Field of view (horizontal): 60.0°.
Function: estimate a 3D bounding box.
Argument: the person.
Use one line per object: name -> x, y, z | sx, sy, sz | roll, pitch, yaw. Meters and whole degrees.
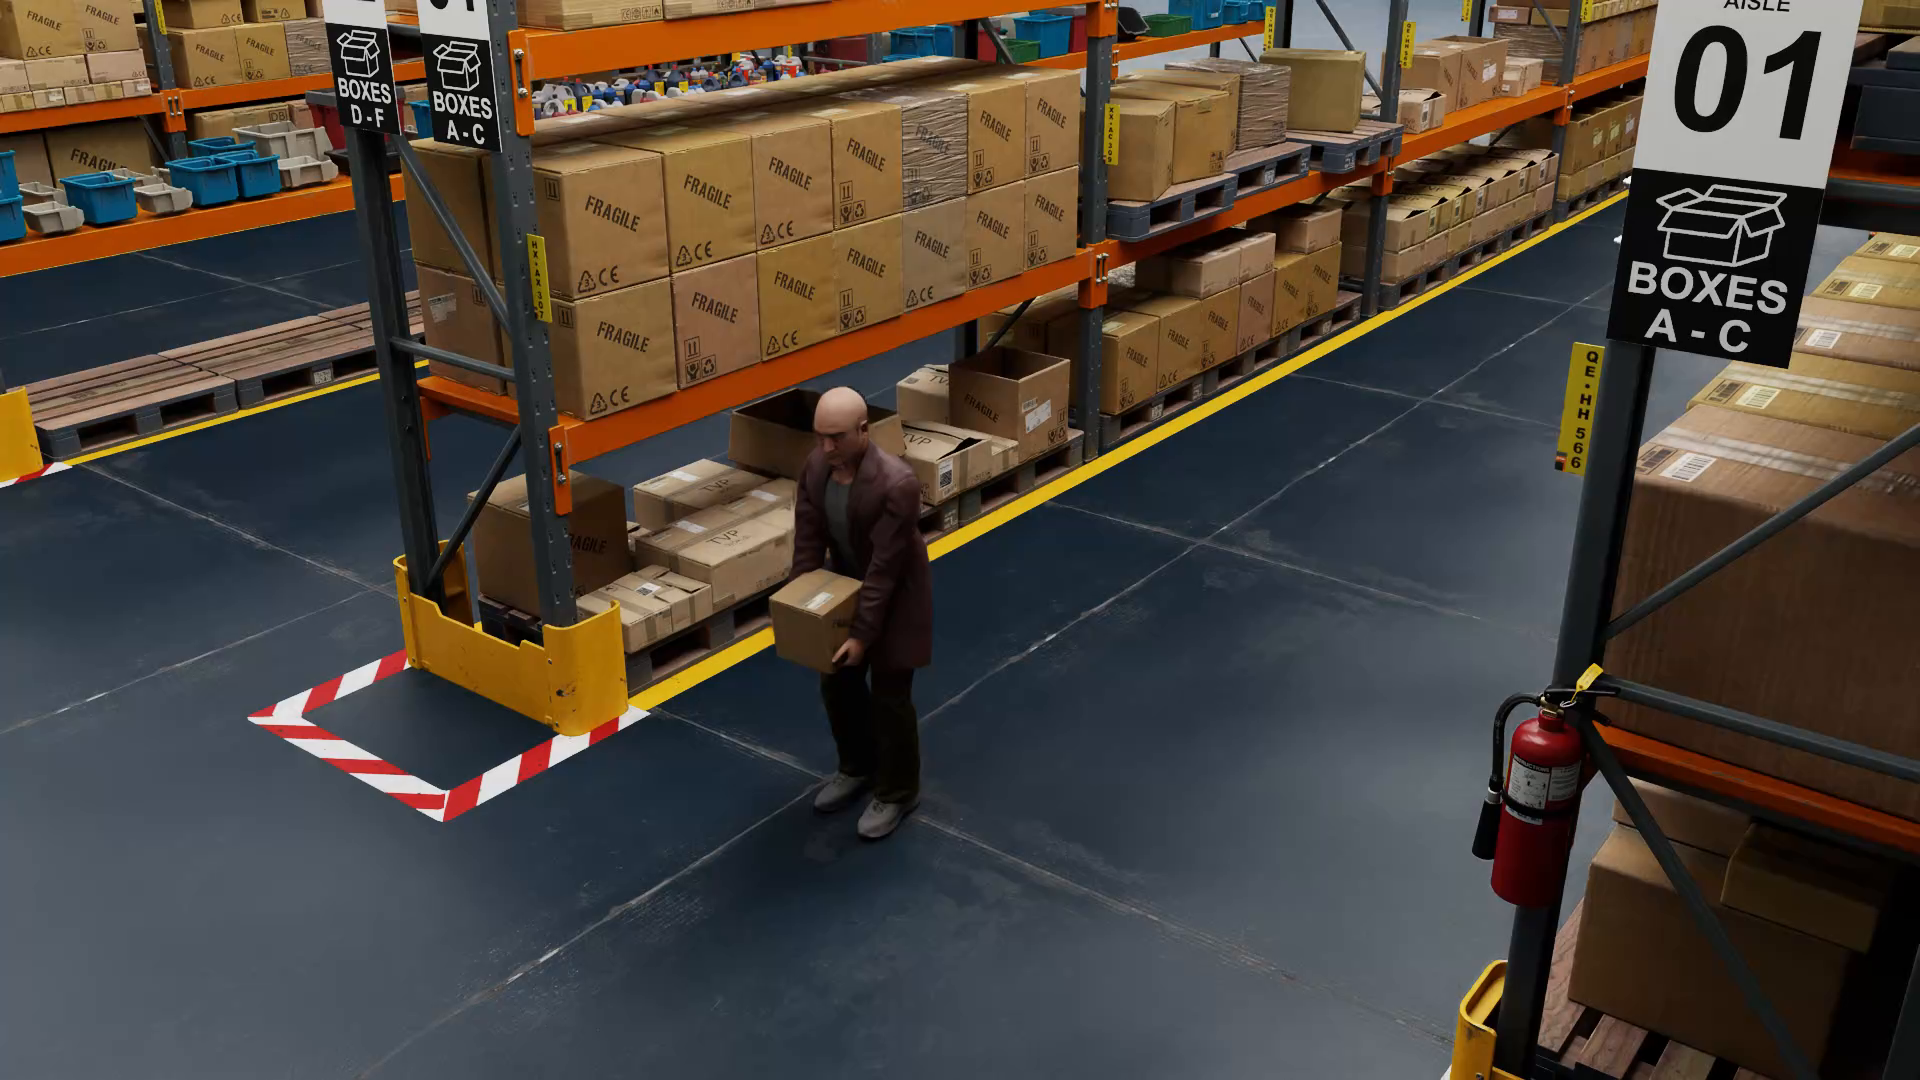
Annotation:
person -> -0.377, 0.256, 6.072 | 0.528, 1.744, 0.599 | 16, 28, 33
